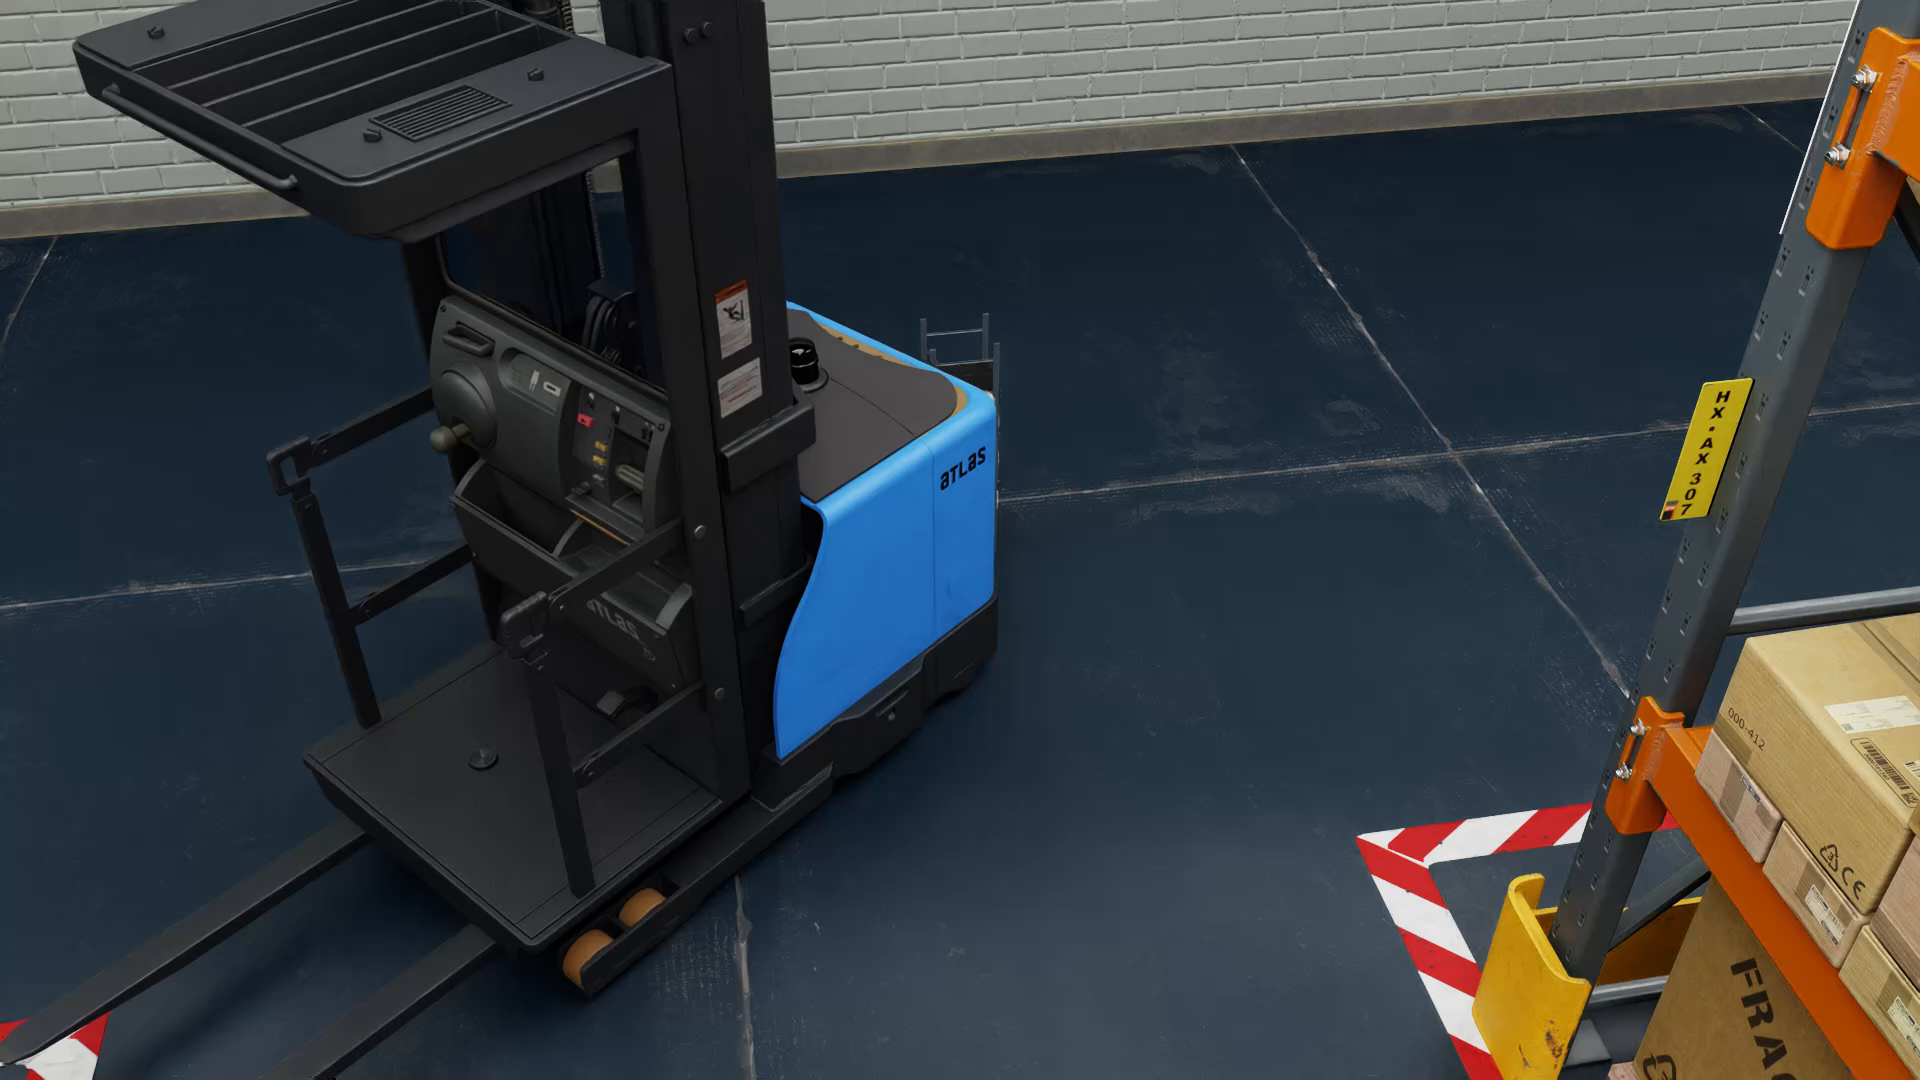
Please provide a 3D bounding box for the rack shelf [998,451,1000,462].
[{"bbox_3d":[-0.001,-0.334,6.001,0.258,0.077,0.200,-6,38,-8],"label":"rack shelf"}]

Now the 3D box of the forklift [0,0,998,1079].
[{"bbox_3d":[-1.213,-0.256,4.190,1.130,2.935,3.031,28,46,31],"label":"forklift"}]

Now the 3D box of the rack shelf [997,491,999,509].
[{"bbox_3d":[-0.001,-0.192,6.111,0.258,0.077,0.200,-6,38,-8],"label":"rack shelf"}]

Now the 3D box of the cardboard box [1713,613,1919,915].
[{"bbox_3d":[1.825,0.405,3.164,0.500,0.250,0.500,-7,38,-9],"label":"cardboard box"}]

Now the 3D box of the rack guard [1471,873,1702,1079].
[{"bbox_3d":[2.003,1.117,4.405,1.175,0.500,0.348,-6,38,-8],"label":"rack guard"}]

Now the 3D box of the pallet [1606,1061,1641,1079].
[{"bbox_3d":[2.224,1.720,3.865,1.003,0.211,1.213,-6,38,-8],"label":"pallet"}]

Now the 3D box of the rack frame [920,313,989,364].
[{"bbox_3d":[-0.019,-0.422,6.059,0.240,0.900,0.006,-6,38,-8],"label":"rack frame"}]

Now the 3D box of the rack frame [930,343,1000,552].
[{"bbox_3d":[0.016,-0.299,5.901,0.240,0.900,0.006,-6,38,-8],"label":"rack frame"}]

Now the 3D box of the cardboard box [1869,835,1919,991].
[{"bbox_3d":[1.923,0.718,2.761,0.500,0.250,0.500,-7,38,-9],"label":"cardboard box"}]

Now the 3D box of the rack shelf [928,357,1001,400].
[{"bbox_3d":[-0.001,-0.547,5.835,0.258,0.077,0.200,-6,38,-8],"label":"rack shelf"}]

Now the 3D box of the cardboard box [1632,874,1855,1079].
[{"bbox_3d":[2.198,1.195,3.656,0.875,0.875,0.875,-6,38,-8],"label":"cardboard box"}]

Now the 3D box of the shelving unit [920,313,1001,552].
[{"bbox_3d":[-0.001,-0.360,5.980,0.258,0.900,0.210,-6,38,-8],"label":"shelving unit"}]

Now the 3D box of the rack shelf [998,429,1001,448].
[{"bbox_3d":[-0.001,-0.405,5.945,0.258,0.077,0.200,-6,38,-8],"label":"rack shelf"}]

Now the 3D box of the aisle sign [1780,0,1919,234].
[{"bbox_3d":[1.699,-0.894,2.837,0.394,0.787,0.004,-6,38,-8],"label":"aisle sign"}]

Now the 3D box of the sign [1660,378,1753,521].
[{"bbox_3d":[1.459,-0.173,3.258,0.100,0.325,0.005,-6,38,-8],"label":"sign"}]

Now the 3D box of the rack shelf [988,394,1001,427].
[{"bbox_3d":[-0.001,-0.476,5.890,0.258,0.077,0.200,-6,38,-8],"label":"rack shelf"}]

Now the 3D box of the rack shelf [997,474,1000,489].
[{"bbox_3d":[-0.001,-0.263,6.056,0.258,0.077,0.200,-6,38,-8],"label":"rack shelf"}]

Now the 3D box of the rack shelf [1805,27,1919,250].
[{"bbox_3d":[2.358,0.451,1.365,1.077,0.370,4.000,-6,38,-8],"label":"rack shelf"}]

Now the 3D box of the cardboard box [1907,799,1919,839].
[{"bbox_3d":[1.913,0.410,2.545,0.500,0.500,0.500,-7,38,-9],"label":"cardboard box"}]

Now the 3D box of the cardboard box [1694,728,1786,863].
[{"bbox_3d":[1.744,0.493,3.375,0.380,0.149,0.250,-6,38,-7],"label":"cardboard box"}]

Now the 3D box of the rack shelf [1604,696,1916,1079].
[{"bbox_3d":[2.358,1.636,2.286,1.077,0.370,4.000,-6,38,-8],"label":"rack shelf"}]

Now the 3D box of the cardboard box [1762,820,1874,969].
[{"bbox_3d":[1.791,0.648,3.176,0.380,0.149,0.250,-7,38,-9],"label":"cardboard box"}]

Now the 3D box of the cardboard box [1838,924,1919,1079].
[{"bbox_3d":[1.836,0.802,2.977,0.380,0.149,0.250,-7,38,-9],"label":"cardboard box"}]

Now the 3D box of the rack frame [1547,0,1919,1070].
[{"bbox_3d":[2.007,0.144,3.620,1.000,3.000,0.127,-6,38,-8],"label":"rack frame"}]
